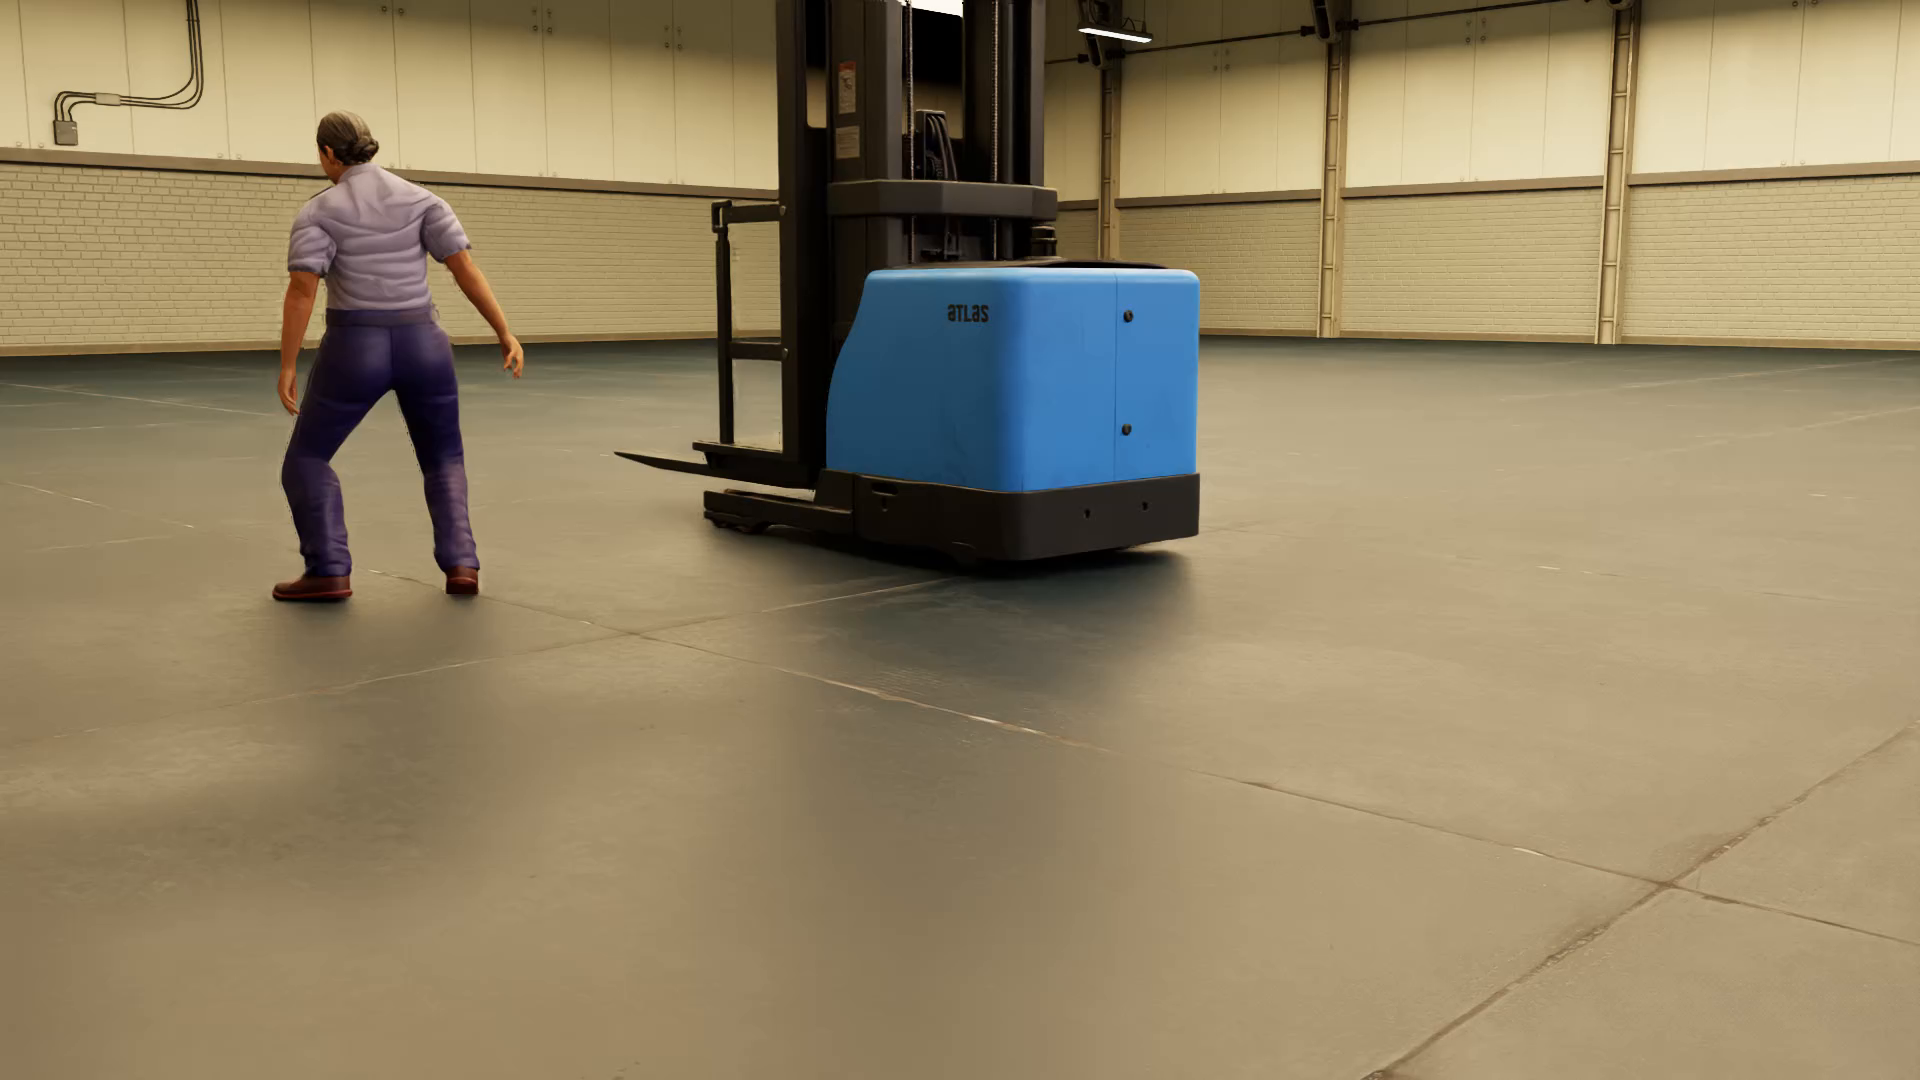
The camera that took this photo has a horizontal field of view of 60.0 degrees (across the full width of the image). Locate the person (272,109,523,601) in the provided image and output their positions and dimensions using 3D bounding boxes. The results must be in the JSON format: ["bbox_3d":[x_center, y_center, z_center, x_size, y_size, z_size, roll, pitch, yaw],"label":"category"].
[{"bbox_3d":[-1.853,-0.582,5.451,0.819,1.625,0.485,-4,10,-26],"label":"person"}]

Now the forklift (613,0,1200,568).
[{"bbox_3d":[-0.434,-1.519,6.960,1.130,2.935,3.031,-7,11,-41],"label":"forklift"}]
